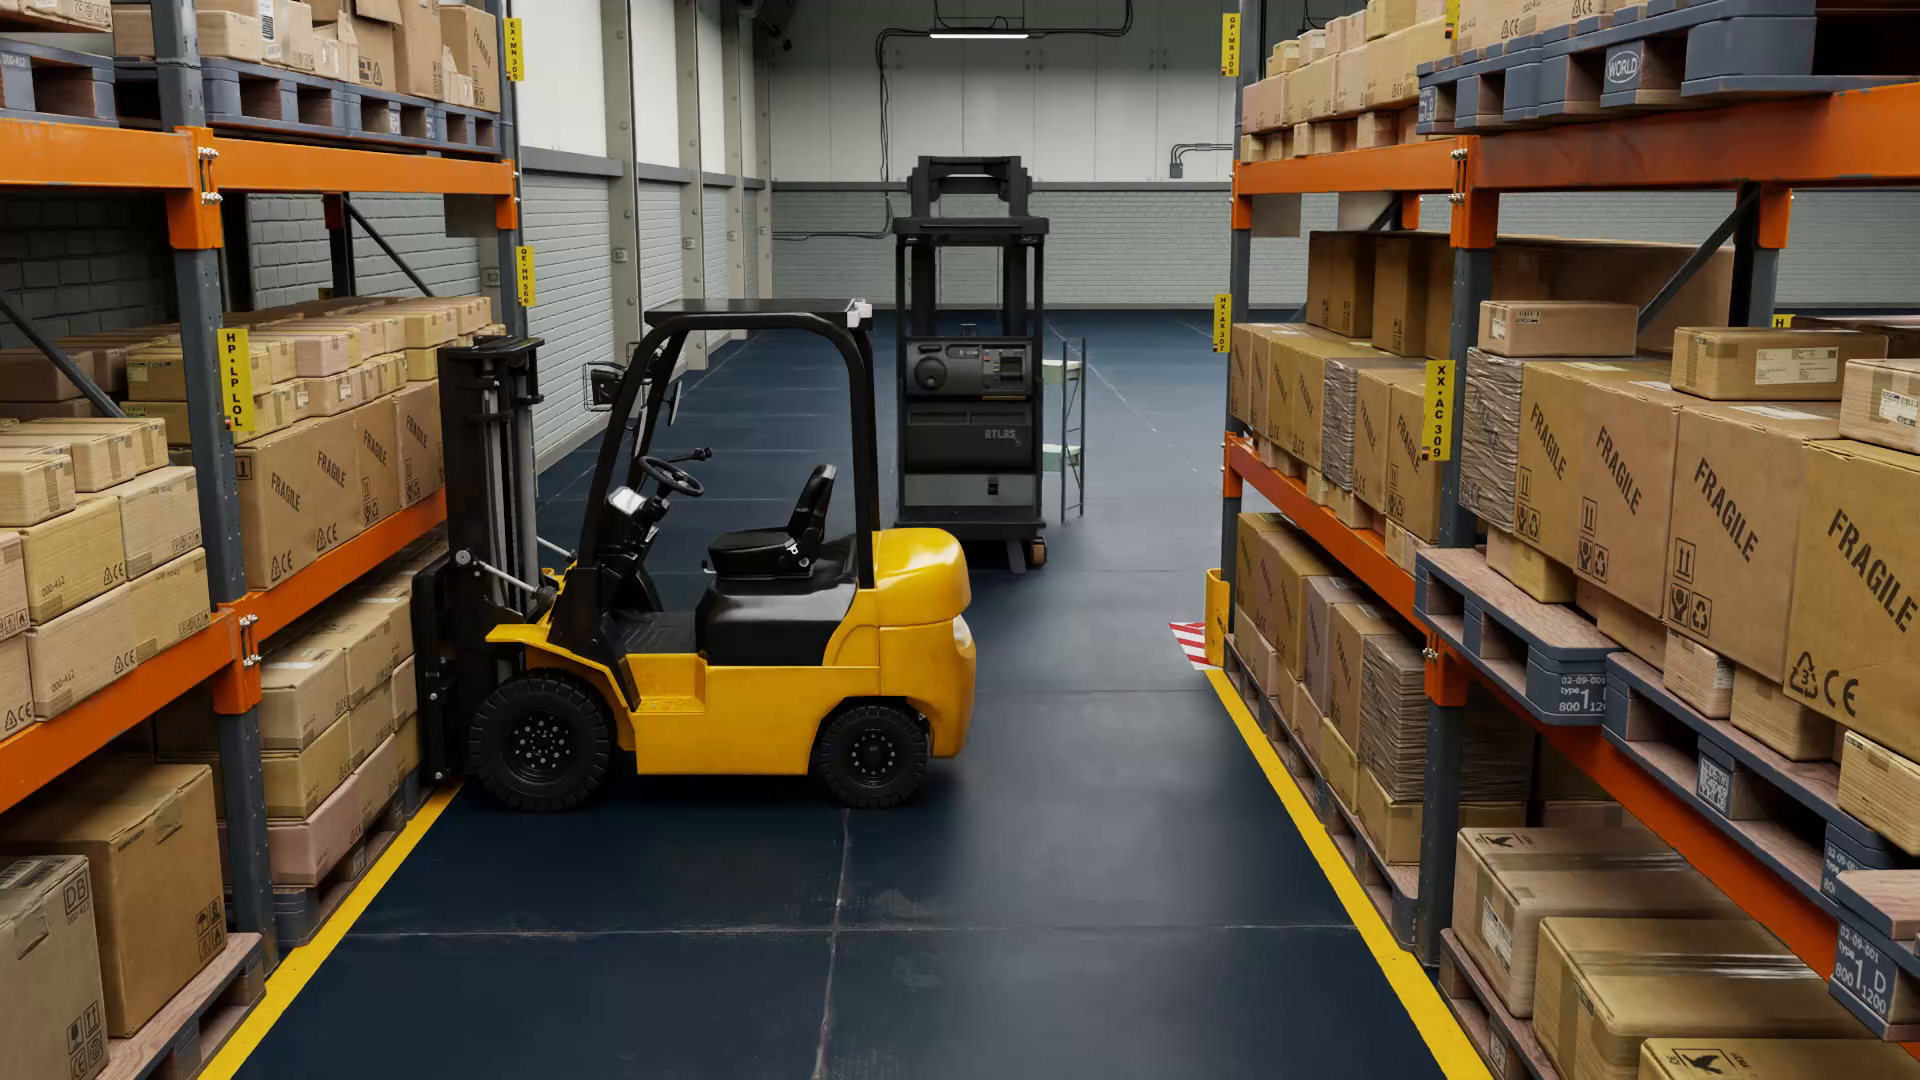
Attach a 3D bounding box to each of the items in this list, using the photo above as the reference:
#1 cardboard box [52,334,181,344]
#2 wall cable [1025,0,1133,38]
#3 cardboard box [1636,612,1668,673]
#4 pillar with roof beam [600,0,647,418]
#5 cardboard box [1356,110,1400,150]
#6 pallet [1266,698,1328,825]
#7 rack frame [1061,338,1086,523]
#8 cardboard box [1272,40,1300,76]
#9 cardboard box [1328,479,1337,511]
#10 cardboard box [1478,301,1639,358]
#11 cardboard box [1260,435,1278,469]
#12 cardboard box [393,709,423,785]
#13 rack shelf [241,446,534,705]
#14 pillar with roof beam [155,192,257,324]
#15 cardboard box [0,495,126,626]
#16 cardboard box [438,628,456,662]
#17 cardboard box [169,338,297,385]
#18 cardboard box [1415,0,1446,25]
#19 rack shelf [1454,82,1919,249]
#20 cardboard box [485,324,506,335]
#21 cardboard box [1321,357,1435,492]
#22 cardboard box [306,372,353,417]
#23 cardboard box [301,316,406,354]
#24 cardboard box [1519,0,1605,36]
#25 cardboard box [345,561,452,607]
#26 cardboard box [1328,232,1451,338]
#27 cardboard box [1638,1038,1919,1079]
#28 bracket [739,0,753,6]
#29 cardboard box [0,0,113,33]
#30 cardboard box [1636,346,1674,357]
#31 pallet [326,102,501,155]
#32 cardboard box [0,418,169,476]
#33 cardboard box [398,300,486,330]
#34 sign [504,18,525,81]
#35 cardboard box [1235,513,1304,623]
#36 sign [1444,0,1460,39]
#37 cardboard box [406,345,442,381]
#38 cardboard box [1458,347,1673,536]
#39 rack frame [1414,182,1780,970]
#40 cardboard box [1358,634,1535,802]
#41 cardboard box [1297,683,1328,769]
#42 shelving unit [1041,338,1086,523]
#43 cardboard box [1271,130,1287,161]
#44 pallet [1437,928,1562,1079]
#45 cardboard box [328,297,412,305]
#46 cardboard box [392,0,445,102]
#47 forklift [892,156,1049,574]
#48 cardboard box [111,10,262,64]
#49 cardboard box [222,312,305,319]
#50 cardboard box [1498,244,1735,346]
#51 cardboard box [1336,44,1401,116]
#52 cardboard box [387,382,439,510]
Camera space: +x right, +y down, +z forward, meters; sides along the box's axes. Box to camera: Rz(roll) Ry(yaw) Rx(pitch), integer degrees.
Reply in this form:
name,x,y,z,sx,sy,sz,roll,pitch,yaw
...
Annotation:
name,x,y,z,sx,sy,sz,roll,pitch,yaw
cardboard box,-3.221,-0.706,6.362,0.380,0.149,0.250,0,11,-2
wall cable,2.609,-13.332,39.812,3.097,2.526,0.112,0,11,-1
cardboard box,1.842,0.235,3.933,0.380,0.149,0.250,0,11,-1
pillar with roof beam,0.225,-5.975,19.877,9.100,9.000,0.400,0,11,-1
cardboard box,1.782,-1.613,6.552,0.380,0.149,0.250,0,11,0
pallet,2.024,0.990,7.646,1.003,0.211,1.213,0,11,-1
rack frame,0.942,-0.909,13.766,0.023,1.500,0.400,6,13,28
cardboard box,1.717,-2.311,7.988,0.380,0.149,0.250,0,11,-1
cardboard box,1.790,-0.192,7.094,0.380,0.149,0.250,0,11,-2
cardboard box,1.757,-0.623,4.900,0.380,0.149,0.250,0,11,-1
cardboard box,1.721,-0.450,8.363,0.380,0.149,0.250,0,11,0
cardboard box,-2.593,0.863,7.122,0.500,0.250,0.500,0,11,0
rack shelf,-2.903,-0.024,7.441,1.077,0.370,4.000,0,11,-1
pillar with roof beam,0.473,-3.589,8.119,9.100,9.000,0.400,0,11,-1
cardboard box,-2.578,0.049,4.395,0.500,0.250,0.500,-1,11,-3
cardboard box,-2.584,0.520,7.553,0.500,0.250,0.500,0,11,-1
cardboard box,-2.682,-0.658,6.128,0.380,0.149,0.250,0,11,-2
cardboard box,1.794,-1.851,5.720,0.380,0.149,0.250,-1,11,-3
rack shelf,2.142,-0.720,3.327,1.077,0.370,4.000,0,11,-1
cardboard box,-2.657,-1.073,8.920,0.380,0.149,0.250,0,11,0
cardboard box,1.810,-0.487,6.917,0.500,0.500,0.500,0,11,0
cardboard box,-2.576,-0.562,6.404,0.380,0.149,0.250,0,11,0
cardboard box,-2.689,-0.911,7.375,0.380,0.149,0.250,0,11,0
cardboard box,1.724,-1.383,4.111,0.500,0.250,0.500,0,11,-2
cardboard box,-2.583,0.271,7.525,0.500,0.250,0.500,0,11,-2
cardboard box,2.250,-1.278,8.302,0.700,0.500,0.500,0,11,-1
cardboard box,2.149,1.468,3.834,0.950,0.372,0.625,0,11,1
bracket,-3.963,-10.026,30.790,0.235,0.232,0.430,0,11,-1
cardboard box,-2.603,-1.517,4.364,0.500,0.311,0.500,-1,11,-3
cardboard box,2.340,-0.309,4.984,0.500,0.500,0.500,0,11,-2
pallet,-2.956,-2.060,8.346,1.003,0.211,1.213,0,11,-1
cardboard box,-2.633,-0.279,5.005,0.380,0.149,0.250,0,11,1
cardboard box,-2.690,-1.167,8.637,0.380,0.149,0.250,0,11,-1
sign,-2.402,-2.638,8.948,0.100,0.325,0.005,0,11,-1
cardboard box,1.759,0.146,8.771,0.500,0.500,0.500,-1,11,-3
sign,1.559,-1.719,5.145,0.100,0.325,0.005,0,11,-1
cardboard box,-2.606,-0.818,7.664,0.380,0.149,0.250,0,11,-1
cardboard box,1.824,-0.306,4.967,0.500,0.500,0.500,0,11,0
rack frame,2.101,0.000,5.514,1.000,3.000,0.127,0,11,-1
cardboard box,1.820,0.658,6.245,0.500,0.500,0.500,0,11,-2
cardboard box,1.793,0.819,7.339,0.500,0.250,0.500,0,11,0
shelving unit,0.621,-0.944,13.940,0.755,1.500,0.431,6,13,28
cardboard box,1.767,-1.970,8.312,0.380,0.149,0.250,0,11,0
pallet,2.118,1.522,5.028,1.003,0.211,1.213,0,11,-1
cardboard box,-3.151,-1.219,8.891,0.380,0.149,0.250,0,11,-2
cardboard box,-2.770,-2.257,7.534,0.700,0.500,0.500,0,11,-1
forklift,0.072,-1.303,12.112,1.130,2.935,3.031,0,11,0
cardboard box,-2.567,-1.671,5.530,0.380,0.149,0.250,0,11,0
cardboard box,-3.232,-0.960,7.616,0.380,0.149,0.250,-1,11,-3
cardboard box,2.309,-0.773,5.810,0.700,0.500,0.500,0,11,-2
cardboard box,1.815,-1.831,6.623,0.500,0.250,0.500,0,11,-2
cardboard box,-2.638,-0.421,7.339,0.500,0.500,0.500,0,11,-1
